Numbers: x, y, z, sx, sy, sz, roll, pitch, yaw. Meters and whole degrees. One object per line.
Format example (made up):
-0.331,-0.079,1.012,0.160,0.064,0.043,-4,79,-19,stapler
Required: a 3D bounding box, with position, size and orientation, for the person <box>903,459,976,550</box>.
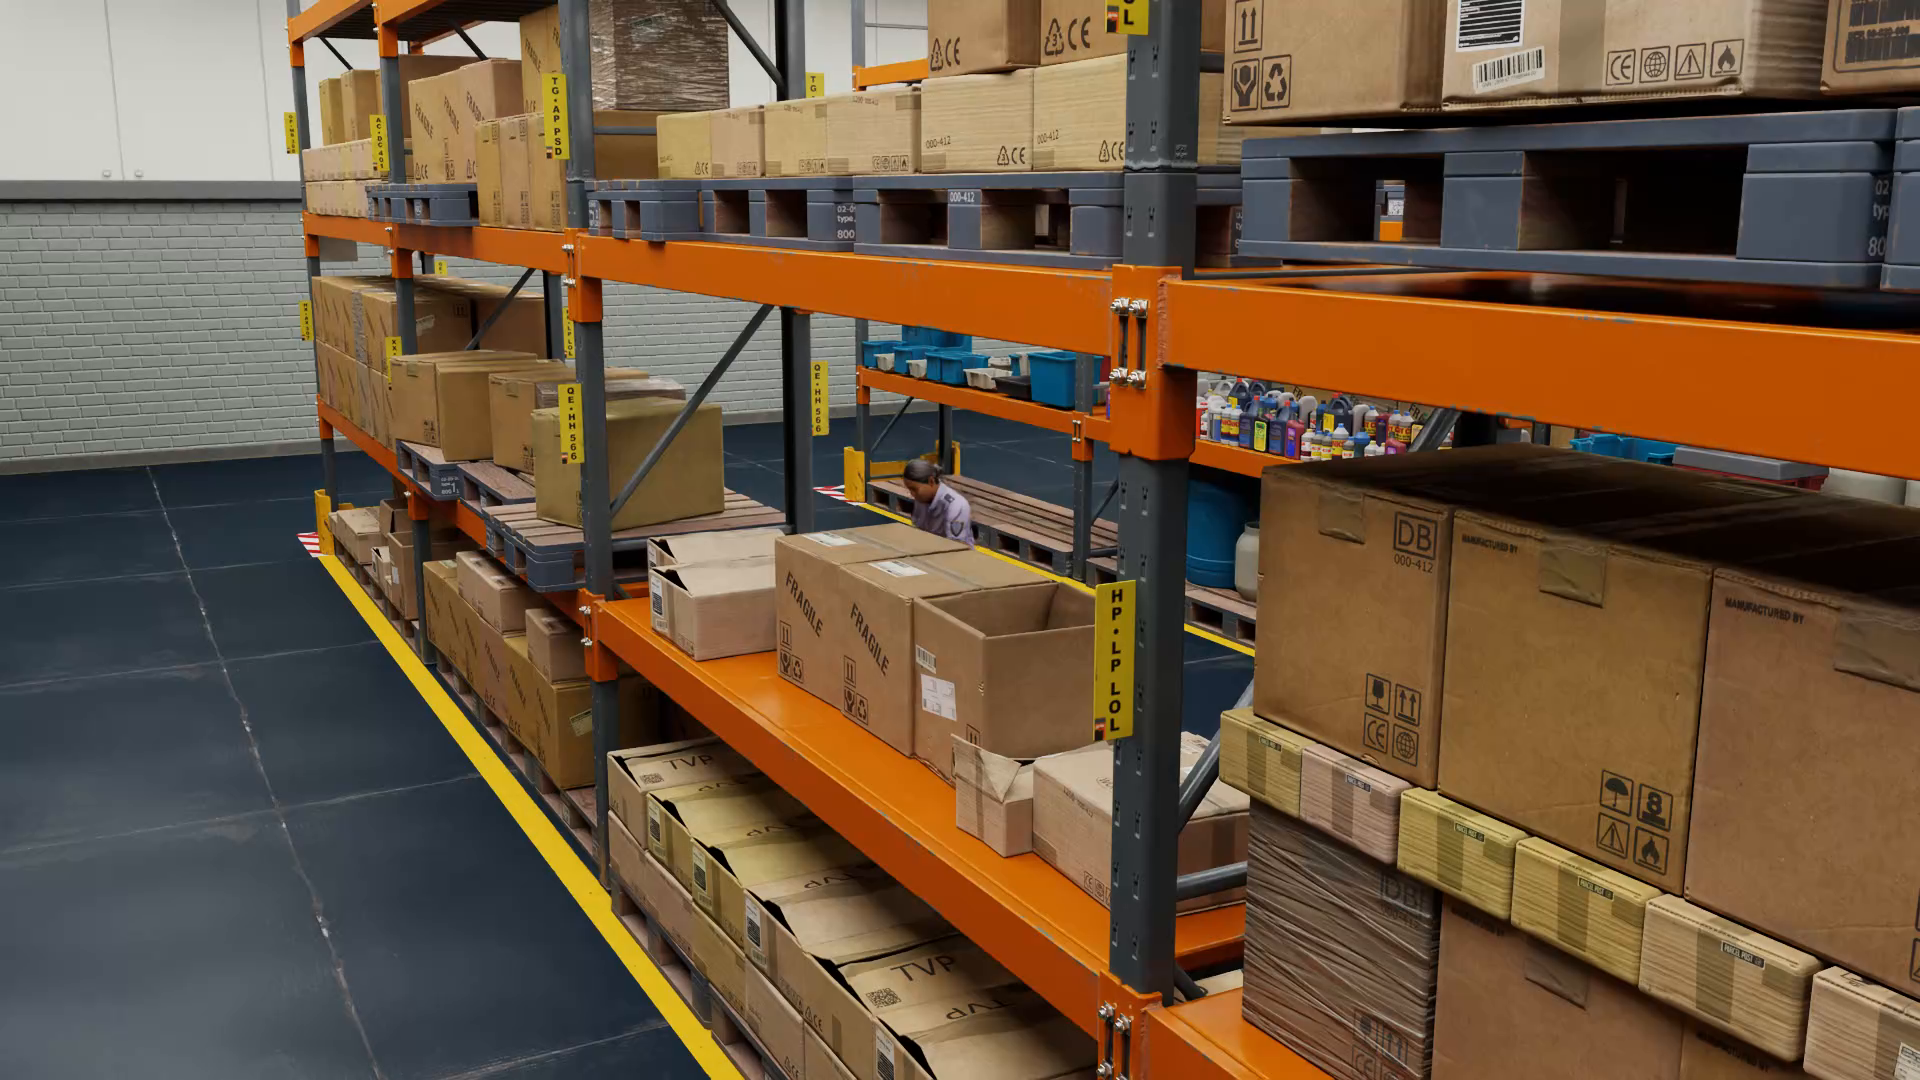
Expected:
-0.078,0.267,9.578,0.529,1.510,0.522,-6,13,-27,person
